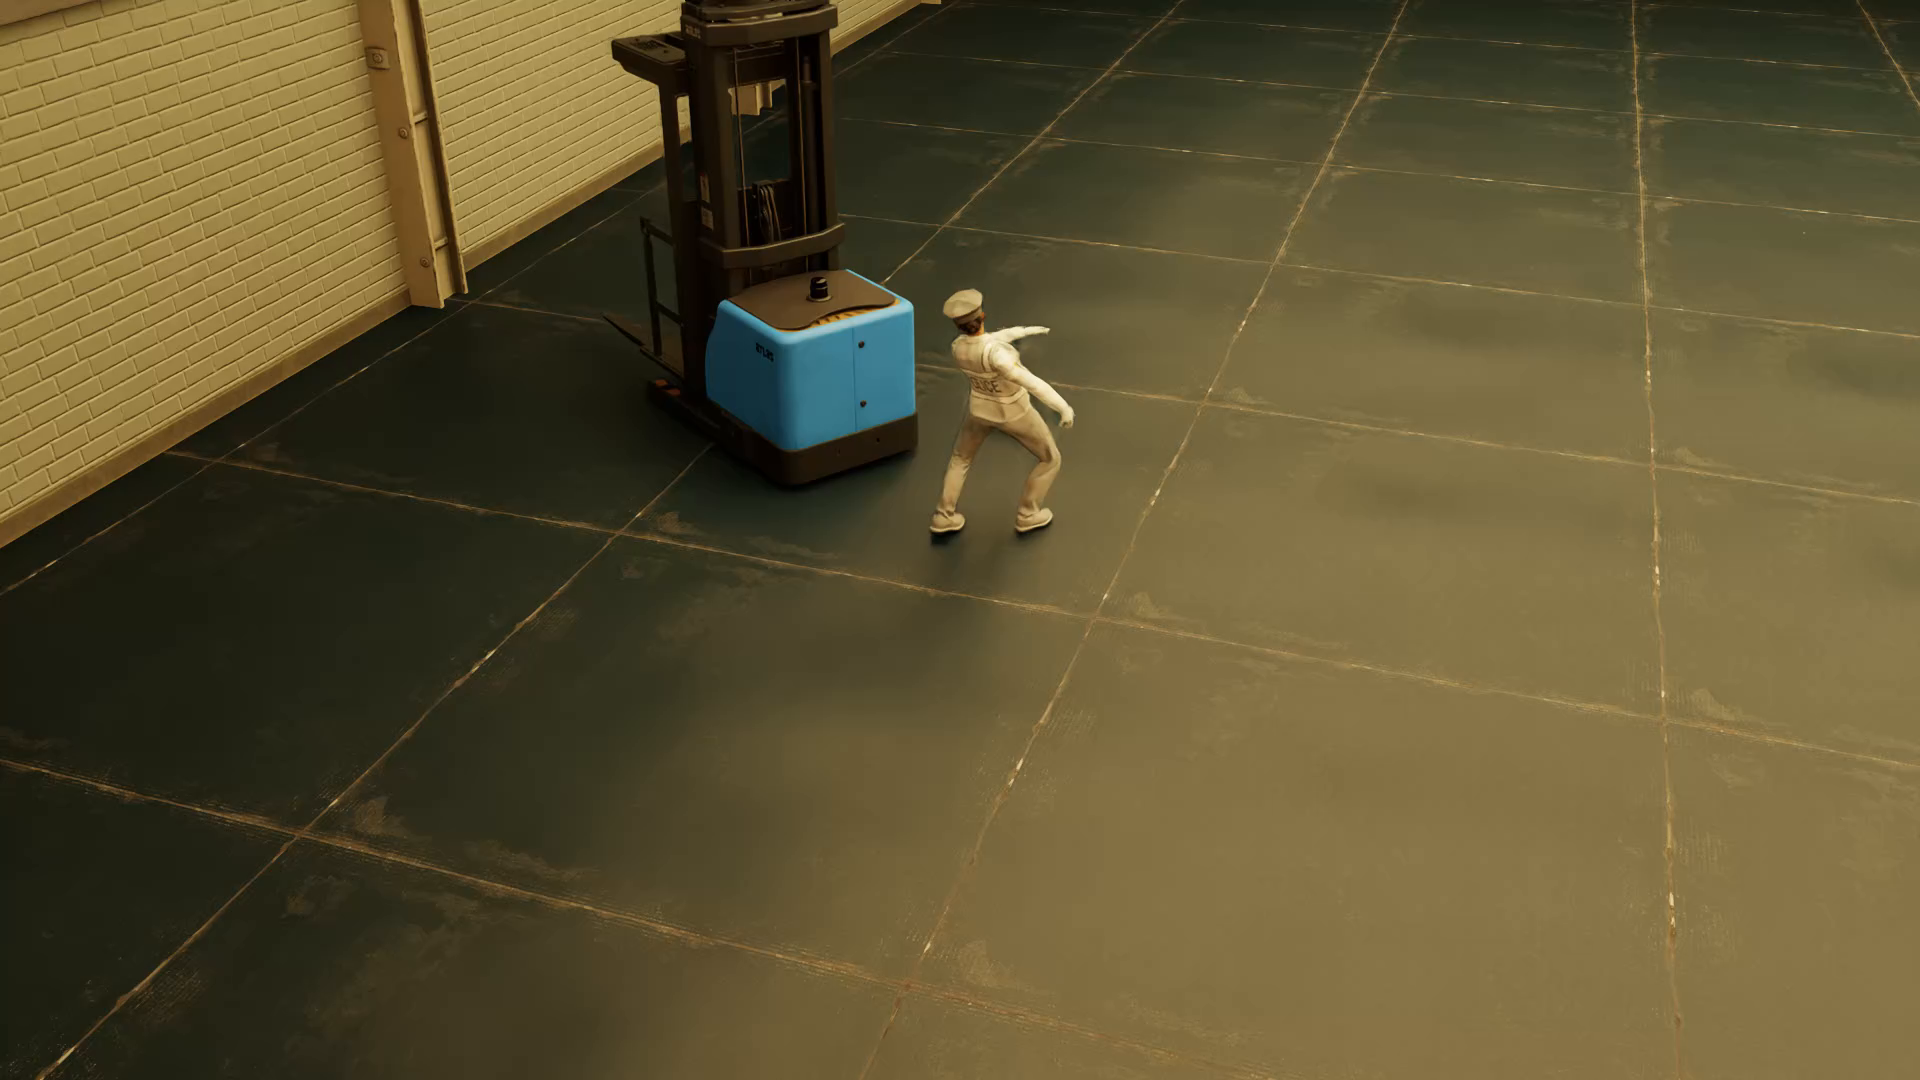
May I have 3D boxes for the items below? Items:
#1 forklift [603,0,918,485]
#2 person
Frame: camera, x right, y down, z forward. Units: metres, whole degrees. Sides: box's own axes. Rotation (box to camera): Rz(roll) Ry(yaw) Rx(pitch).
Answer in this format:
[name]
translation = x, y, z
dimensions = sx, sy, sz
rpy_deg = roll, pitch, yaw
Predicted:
[forklift]
translation = -1.555, -2.297, 11.165
dimensions = 1.130, 2.935, 3.031
rpy_deg = -20, 35, -31
[person]
translation = 0.322, -0.766, 9.874
dimensions = 0.774, 1.526, 0.816
rpy_deg = 15, 33, 24
